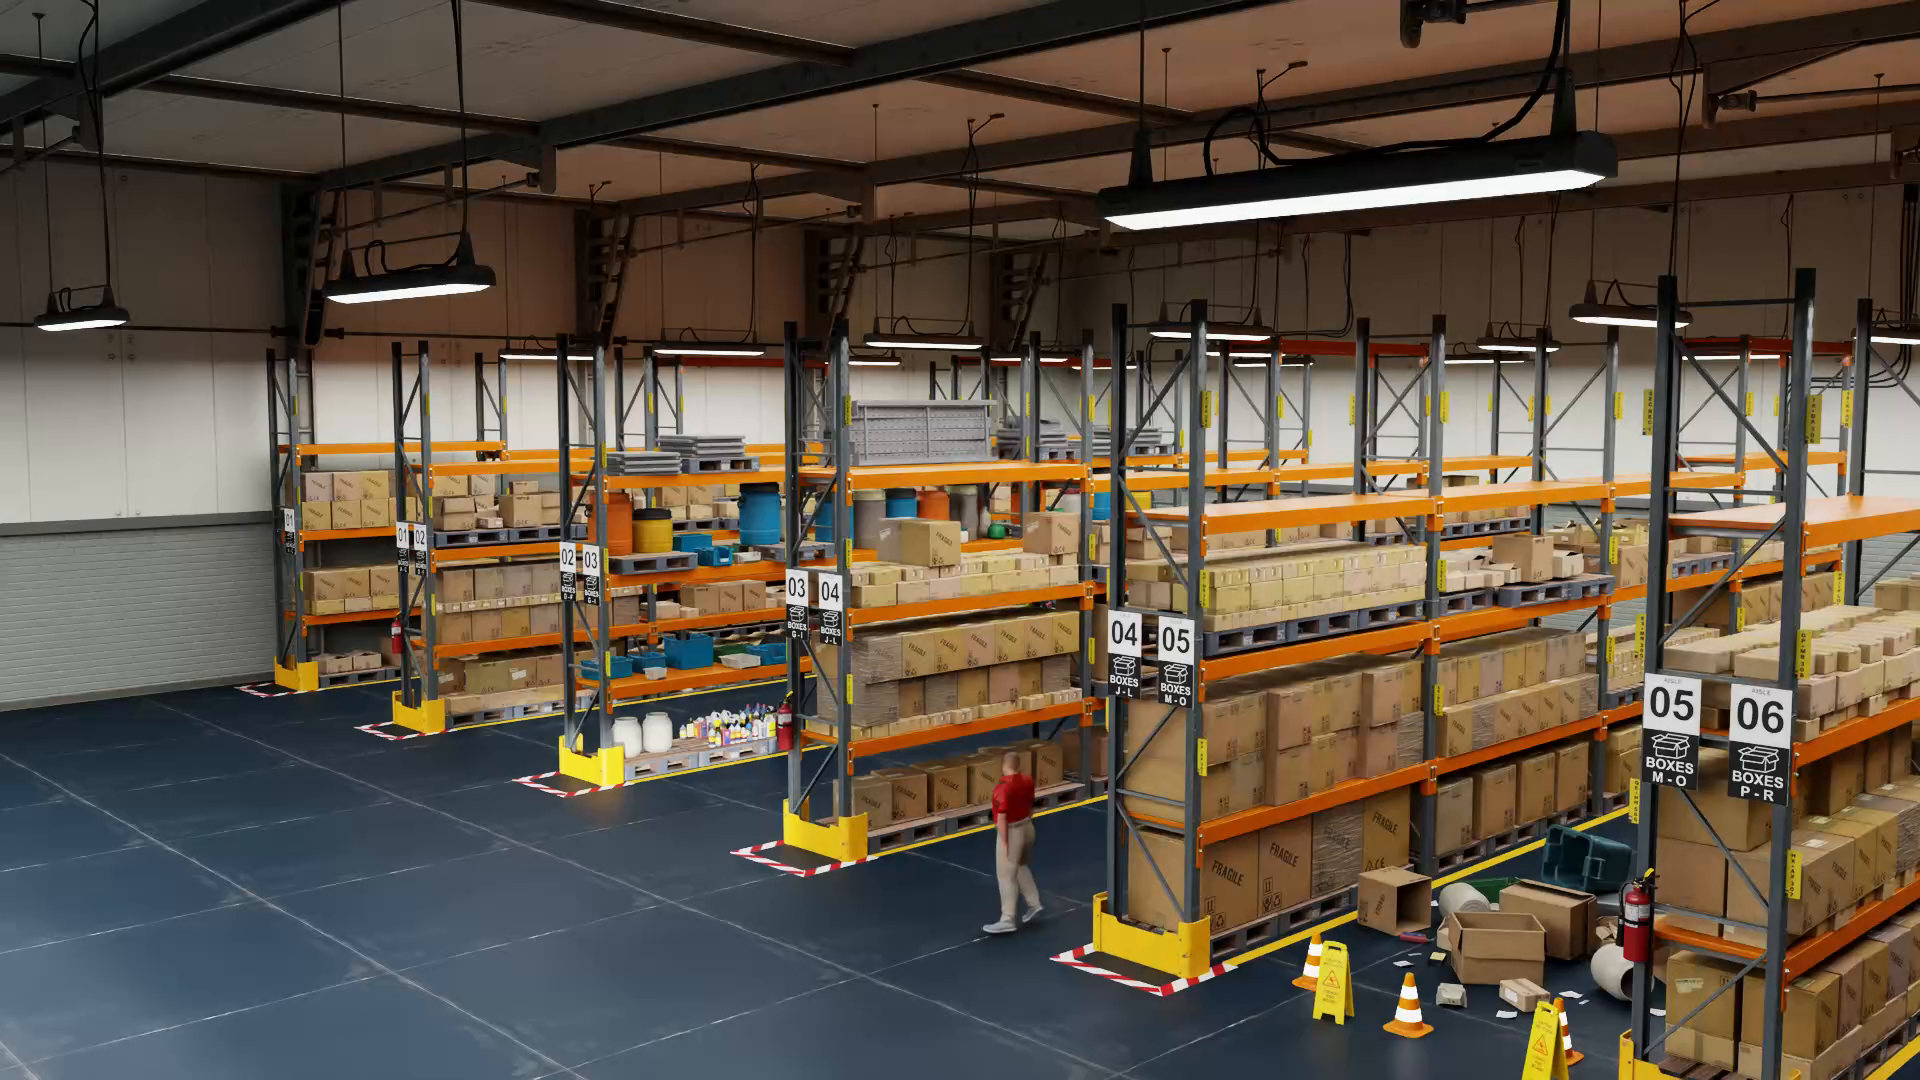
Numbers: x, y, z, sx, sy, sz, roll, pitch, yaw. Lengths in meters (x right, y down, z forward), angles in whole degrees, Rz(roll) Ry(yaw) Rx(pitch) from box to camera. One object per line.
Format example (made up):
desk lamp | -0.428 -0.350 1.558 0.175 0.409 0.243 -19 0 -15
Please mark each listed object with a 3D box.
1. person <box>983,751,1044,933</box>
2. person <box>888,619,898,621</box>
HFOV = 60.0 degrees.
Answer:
person | 0.524 2.909 16.099 0.419 1.746 0.652 4 6 38
person | -1.093 1.769 29.652 0.927 1.658 0.461 -4 6 -40
